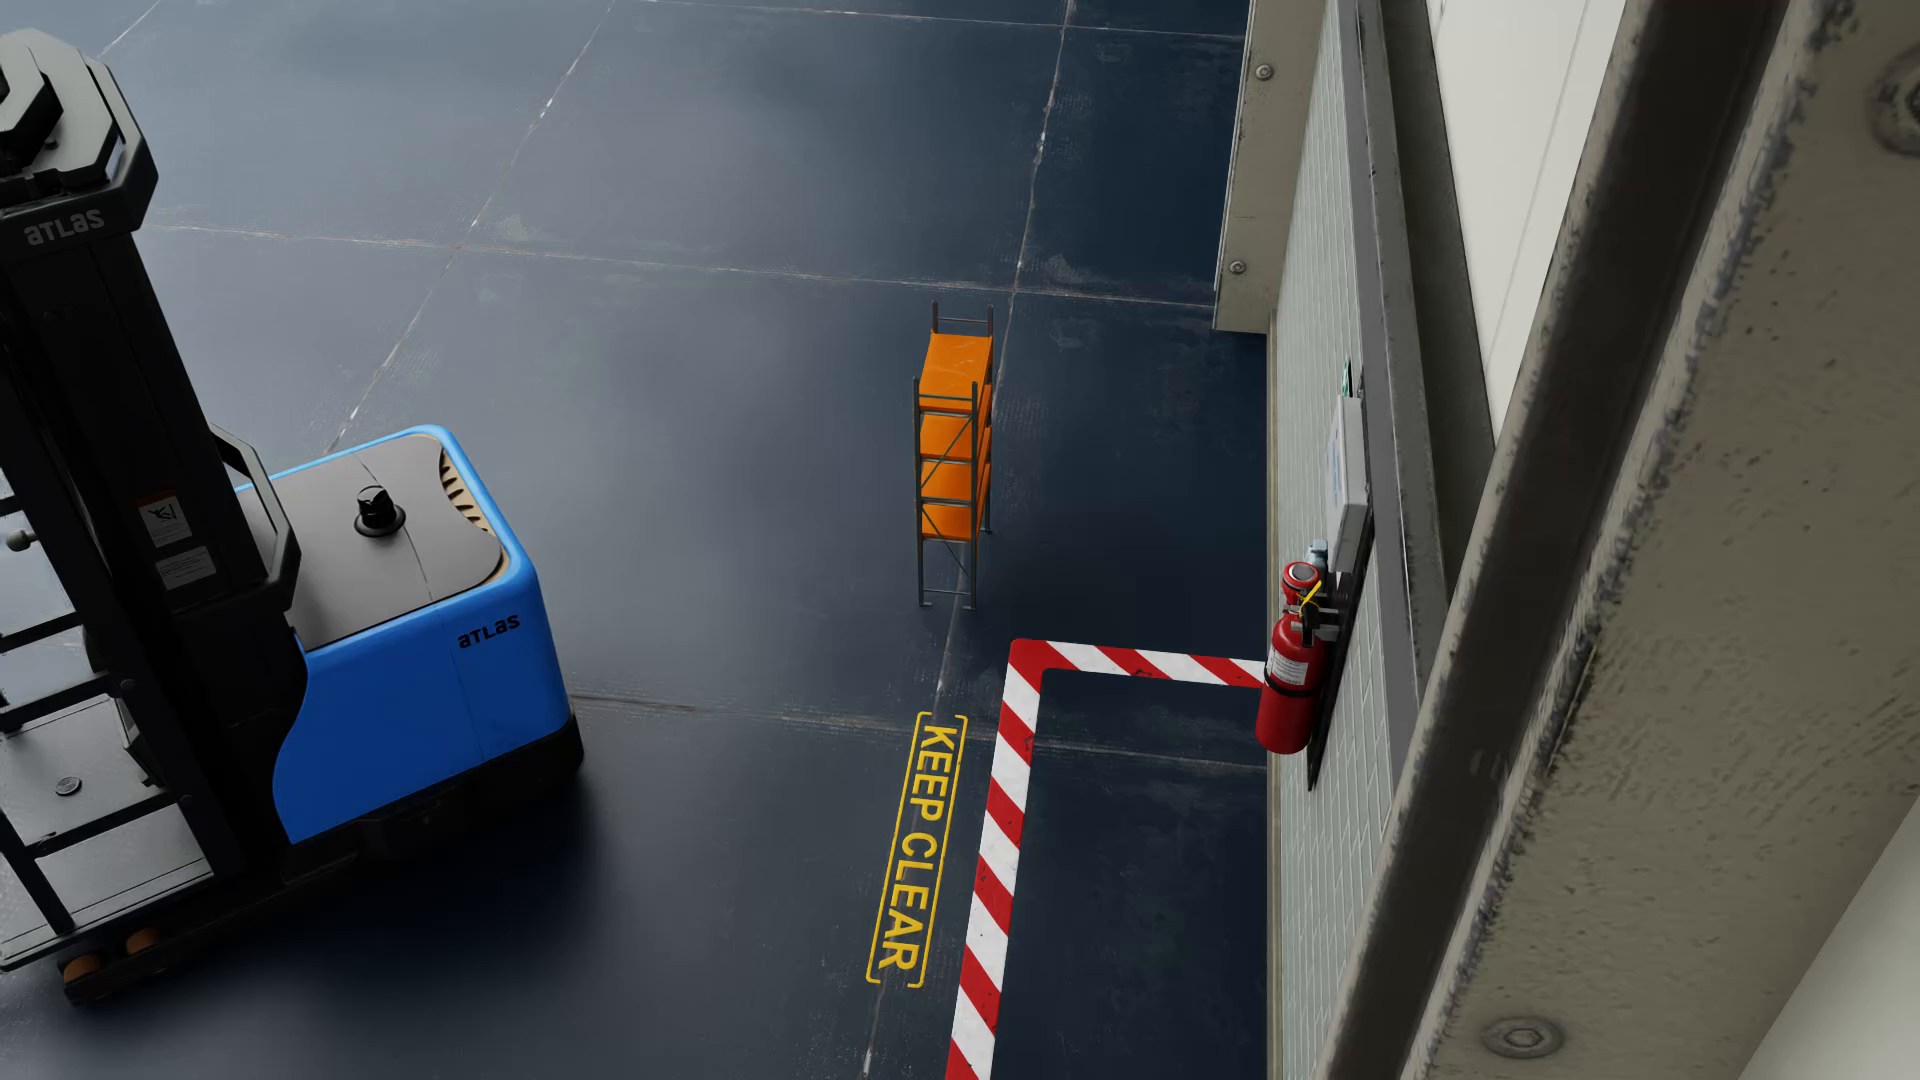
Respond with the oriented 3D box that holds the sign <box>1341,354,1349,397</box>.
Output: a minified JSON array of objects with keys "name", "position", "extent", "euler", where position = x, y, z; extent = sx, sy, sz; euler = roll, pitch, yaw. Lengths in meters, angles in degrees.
[{"name":"sign","position":[1.192,-0.435,5.139],"extent":[0.001,0.109,0.331],"euler":[5,44,6]}]

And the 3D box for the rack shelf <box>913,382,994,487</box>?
[{"name":"rack shelf","position":[-0.022,-0.436,6.633],"extent":[0.258,0.148,0.480],"euler":[5,44,6]}]

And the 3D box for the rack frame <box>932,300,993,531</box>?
[{"name":"rack frame","position":[0.010,-0.489,6.916],"extent":[0.240,1.200,0.015],"euler":[5,44,6]}]

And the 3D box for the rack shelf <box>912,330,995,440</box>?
[{"name":"rack shelf","position":[-0.022,-0.608,6.470],"extent":[0.258,0.148,0.480],"euler":[5,44,6]}]

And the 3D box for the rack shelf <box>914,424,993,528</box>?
[{"name":"rack shelf","position":[-0.022,-0.274,6.787],"extent":[0.258,0.148,0.480],"euler":[5,44,6]}]

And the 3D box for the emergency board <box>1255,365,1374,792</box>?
[{"name":"emergency board","position":[1.026,0.135,4.948],"extent":[0.194,1.169,0.643],"euler":[5,44,6]}]

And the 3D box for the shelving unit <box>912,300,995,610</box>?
[{"name":"shelving unit","position":[-0.022,-0.323,6.741],"extent":[0.258,1.200,0.503],"euler":[5,44,6]}]

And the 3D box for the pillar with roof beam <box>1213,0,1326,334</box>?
[{"name":"pillar with roof beam","position":[-2.812,-4.843,5.842],"extent":[9.100,9.000,0.400],"euler":[5,44,6]}]

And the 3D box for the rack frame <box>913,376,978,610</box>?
[{"name":"rack frame","position":[-0.054,-0.157,6.565],"extent":[0.240,1.200,0.015],"euler":[5,44,6]}]

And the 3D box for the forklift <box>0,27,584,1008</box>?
[{"name":"forklift","position":[-2.949,0.074,5.062],"extent":[3.031,2.935,1.130],"euler":[-23,48,-22]}]

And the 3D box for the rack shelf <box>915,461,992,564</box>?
[{"name":"rack shelf","position":[-0.022,-0.130,6.923],"extent":[0.258,0.148,0.480],"euler":[5,44,6]}]
